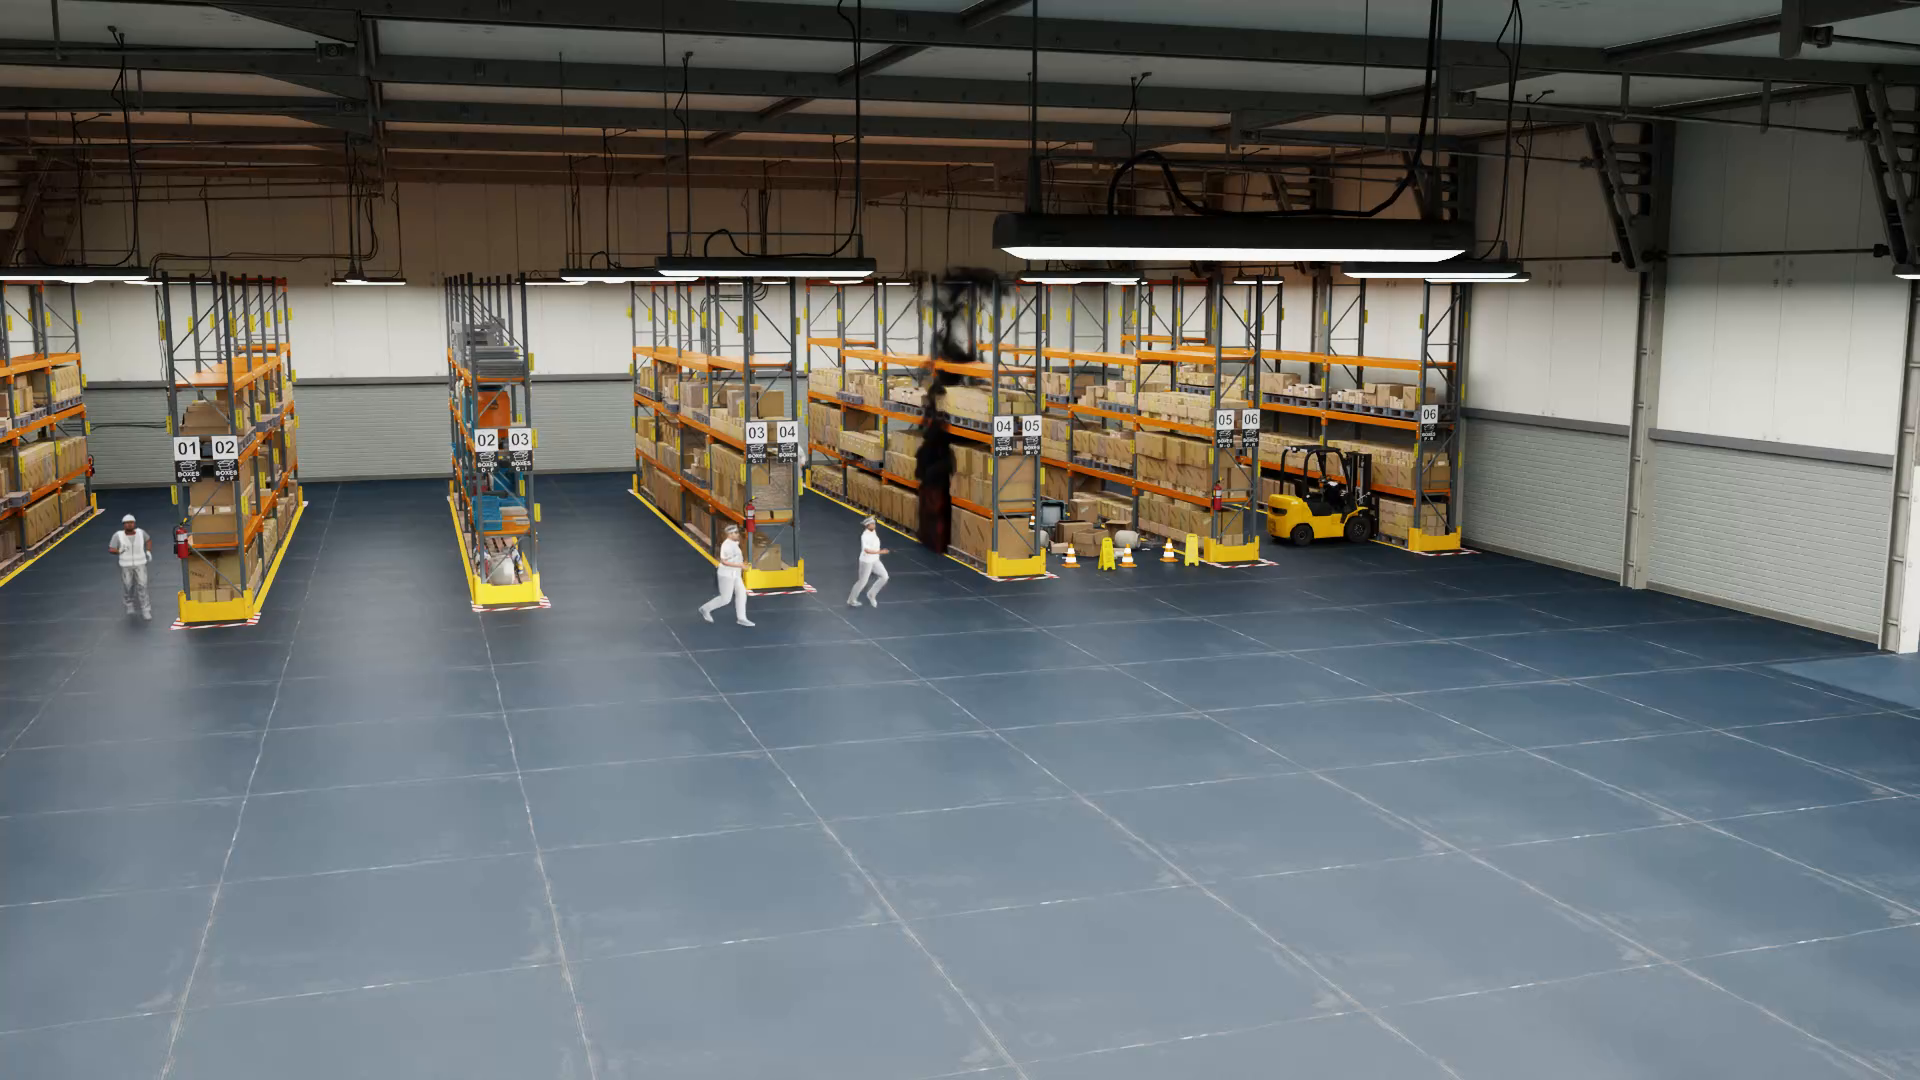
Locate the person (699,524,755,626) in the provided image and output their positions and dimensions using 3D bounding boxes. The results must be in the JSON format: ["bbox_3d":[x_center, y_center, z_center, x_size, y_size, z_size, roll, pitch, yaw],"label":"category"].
[{"bbox_3d":[-3.972,0.599,28.289,0.950,1.767,0.647,2,9,10],"label":"person"}]

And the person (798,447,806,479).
[{"bbox_3d":[-4.499,-1.884,44.819,0.707,1.754,0.672,-2,9,-10],"label":"person"}]

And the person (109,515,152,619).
[{"bbox_3d":[-14.366,0.445,28.857,0.683,1.778,0.923,-5,10,-30],"label":"person"}]

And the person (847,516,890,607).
[{"bbox_3d":[-1.610,0.381,29.904,0.830,1.671,0.584,4,10,26],"label":"person"}]
